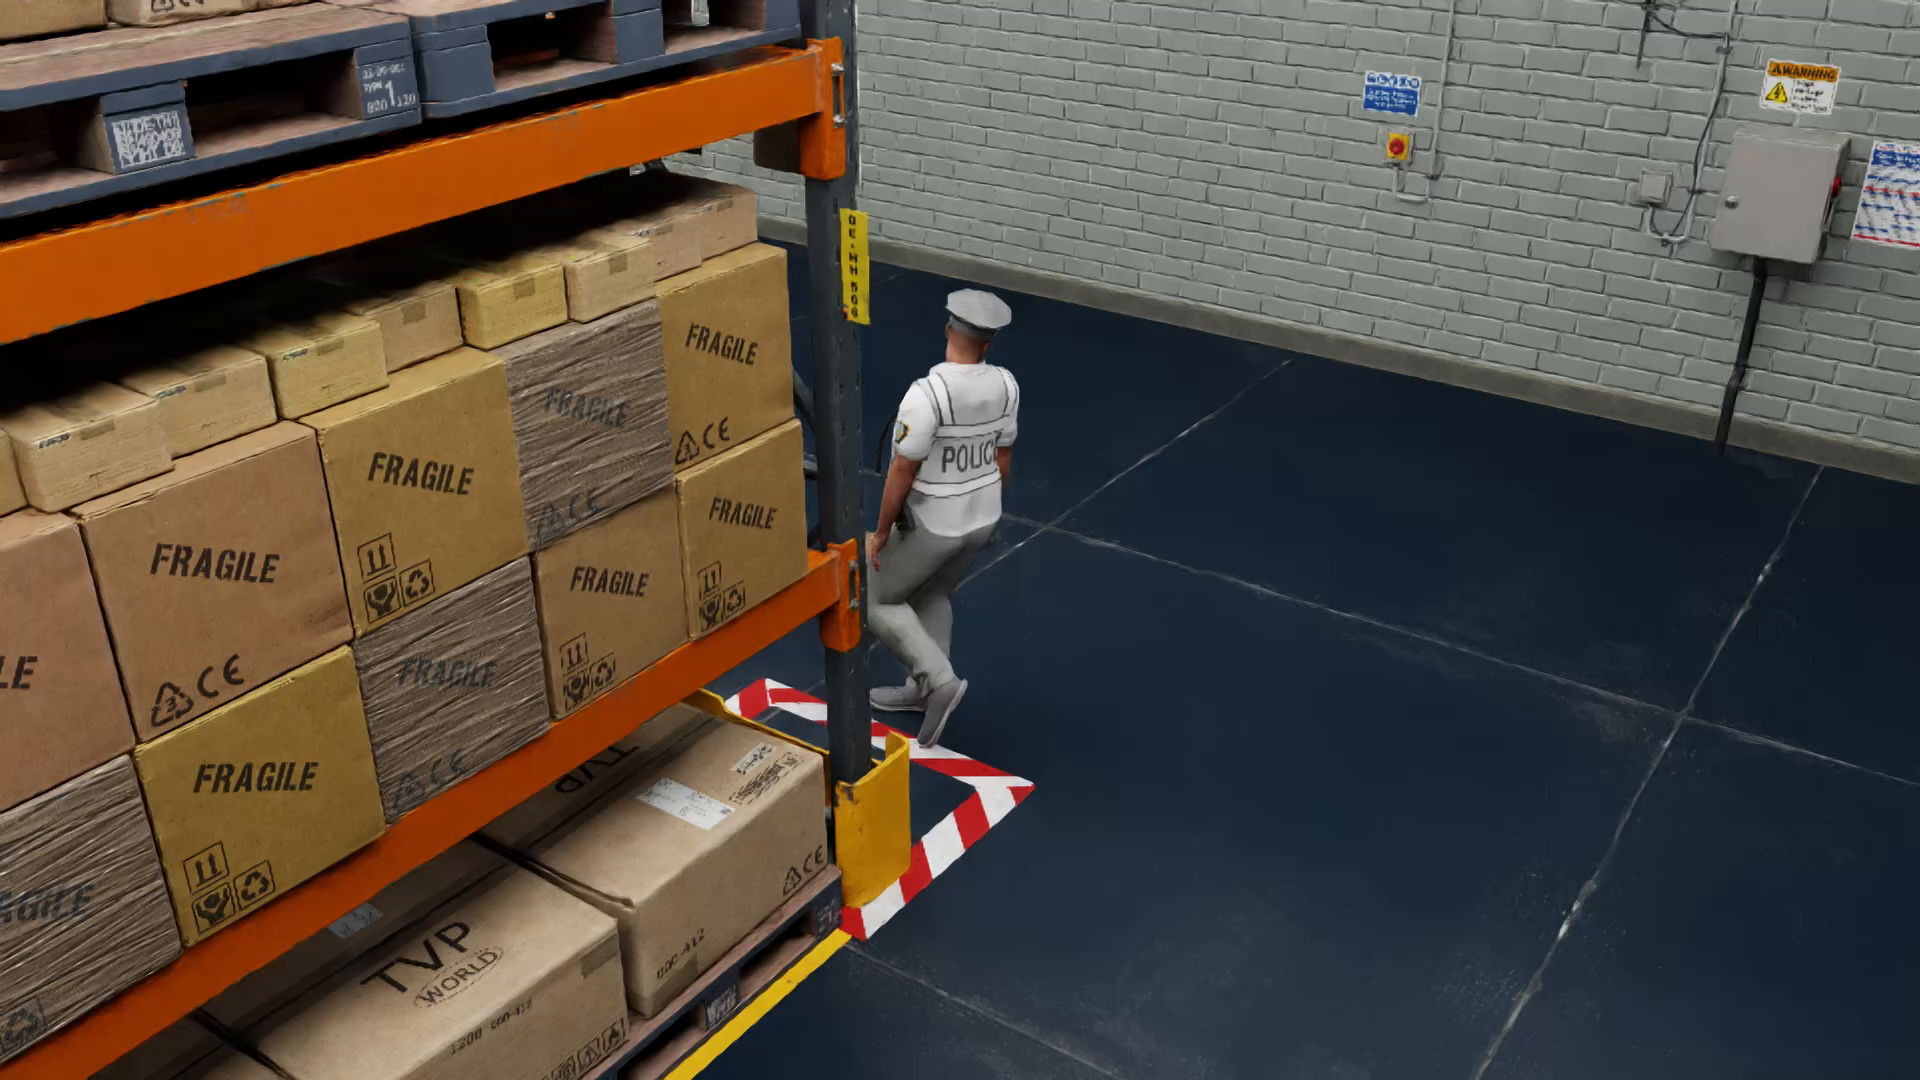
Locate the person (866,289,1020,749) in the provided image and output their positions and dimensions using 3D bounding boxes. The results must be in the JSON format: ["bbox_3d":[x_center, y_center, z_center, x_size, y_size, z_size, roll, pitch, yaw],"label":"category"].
[{"bbox_3d":[-0.078,-0.083,6.311,0.556,1.730,0.600,21,33,35],"label":"person"}]
